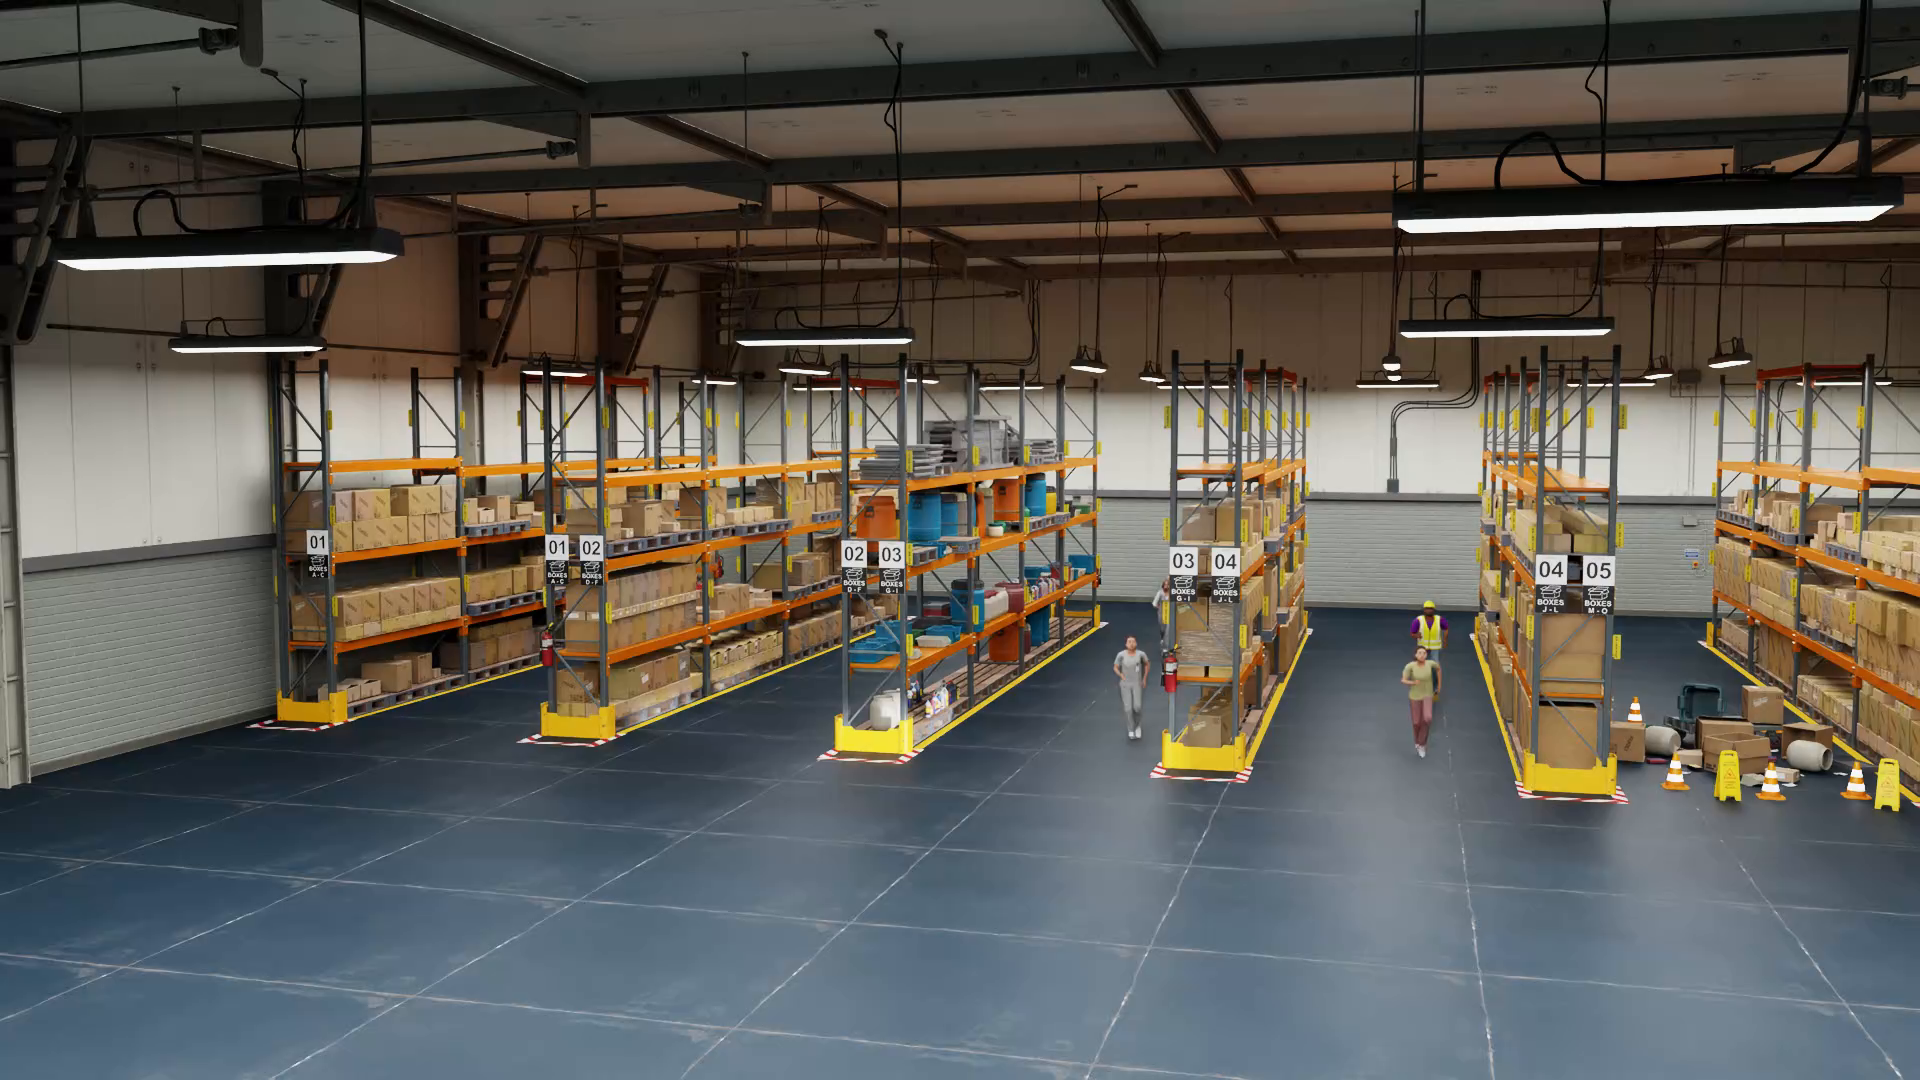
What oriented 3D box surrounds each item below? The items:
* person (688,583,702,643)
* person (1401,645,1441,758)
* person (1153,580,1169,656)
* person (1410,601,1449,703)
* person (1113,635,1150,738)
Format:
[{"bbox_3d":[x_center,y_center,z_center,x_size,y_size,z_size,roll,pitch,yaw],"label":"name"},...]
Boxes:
[{"bbox_3d":[-5.770,1.578,35.638,0.642,1.787,0.763,1,4,9],"label":"person"},{"bbox_3d":[6.889,2.383,24.839,0.602,1.667,0.792,1,4,10],"label":"person"},{"bbox_3d":[4.416,1.643,35.729,0.565,1.590,0.860,0,4,3],"label":"person"},{"bbox_3d":[8.389,1.992,29.737,0.672,1.824,0.762,1,4,18],"label":"person"},{"bbox_3d":[2.688,2.306,26.096,0.567,1.630,0.612,1,4,7],"label":"person"}]
